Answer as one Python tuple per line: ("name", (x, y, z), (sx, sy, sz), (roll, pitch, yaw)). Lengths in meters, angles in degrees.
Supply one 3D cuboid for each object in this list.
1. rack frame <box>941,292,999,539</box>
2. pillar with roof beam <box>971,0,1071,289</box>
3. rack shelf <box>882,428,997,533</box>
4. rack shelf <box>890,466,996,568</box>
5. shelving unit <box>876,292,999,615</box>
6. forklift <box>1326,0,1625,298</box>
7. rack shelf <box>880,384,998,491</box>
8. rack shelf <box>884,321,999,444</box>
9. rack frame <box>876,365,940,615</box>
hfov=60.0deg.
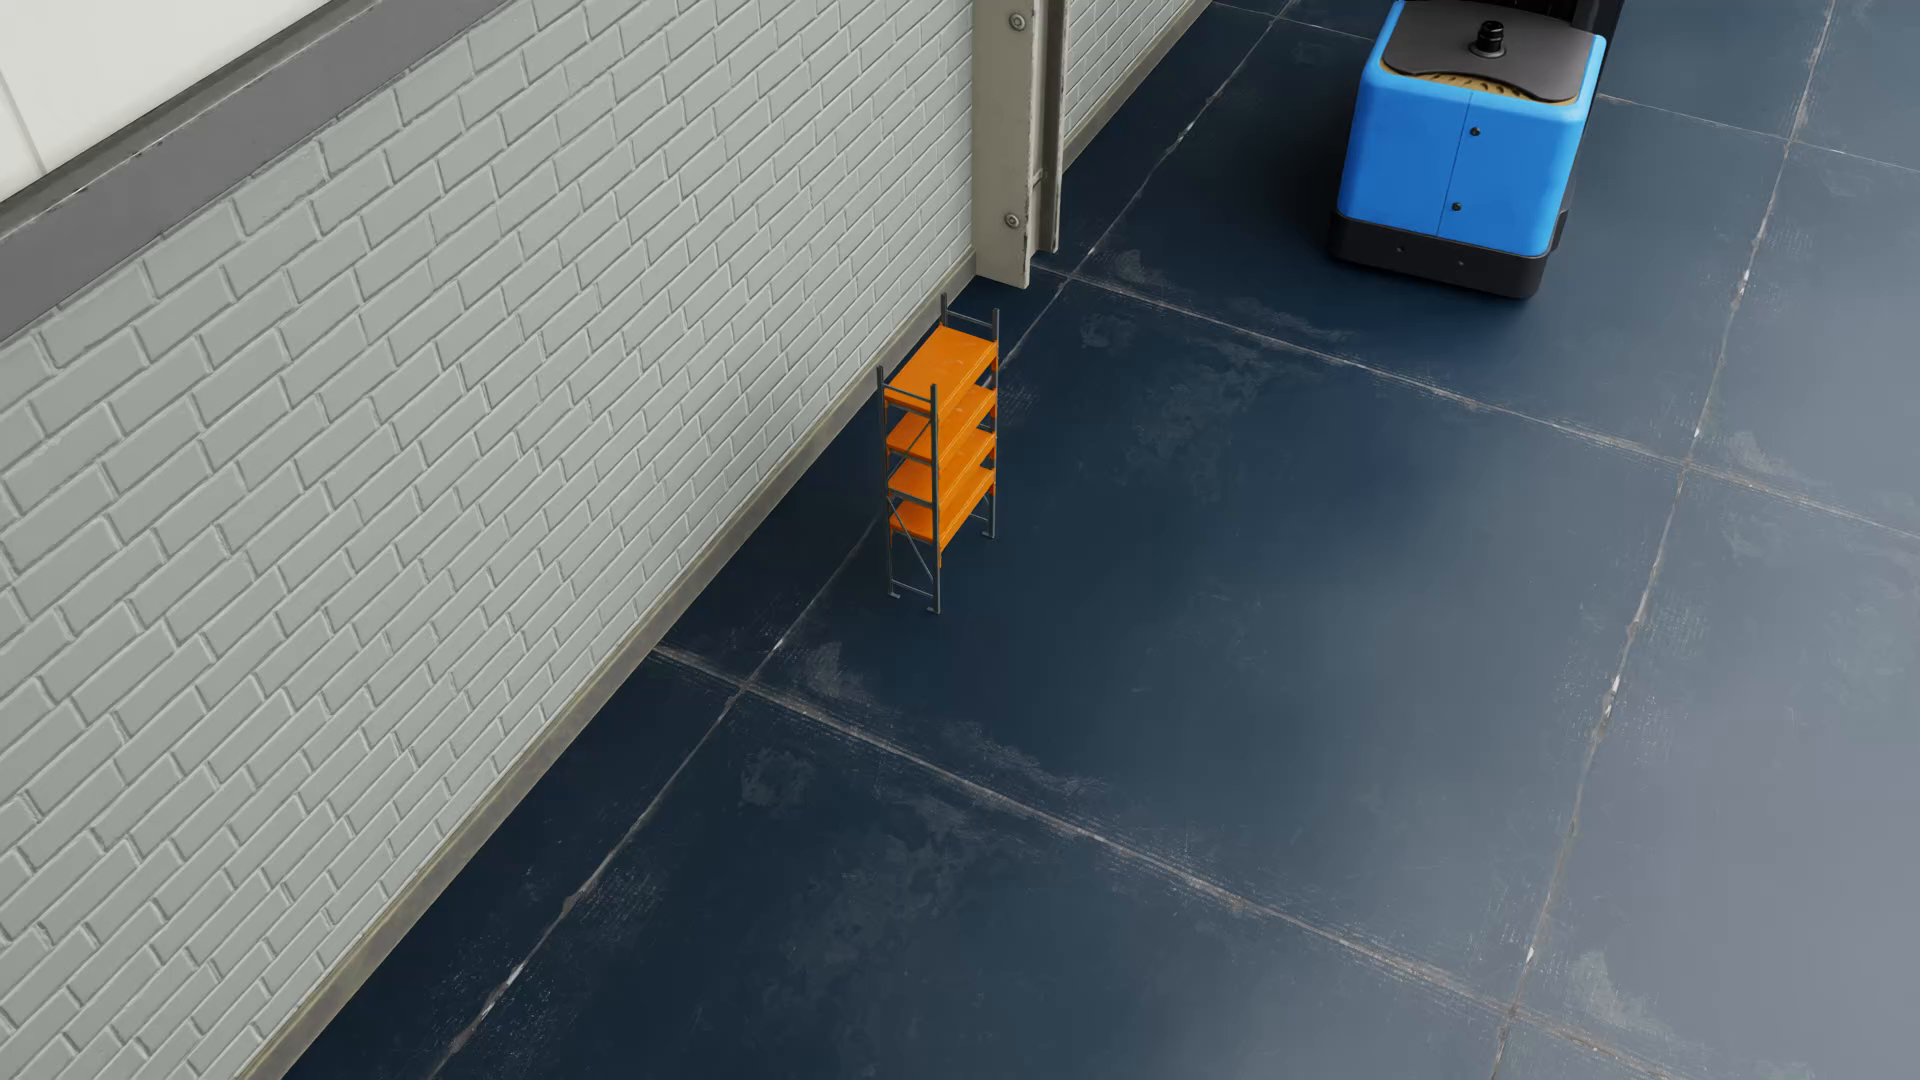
("rack frame", (0.036, -0.471, 6.652), (0.240, 1.200, 0.015), (20, 49, 19))
("pillar with roof beam", (4.089, -3.163, 3.829), (9.100, 9.000, 0.400), (20, 49, 19))
("rack shelf", (-0.077, -0.270, 6.548), (0.258, 0.148, 0.480), (20, 49, 19))
("rack shelf", (-0.077, -0.131, 6.689), (0.258, 0.148, 0.480), (20, 49, 19))
("shelving unit", (-0.077, -0.317, 6.500), (0.258, 1.200, 0.503), (20, 49, 19))
("forklift", (2.868, -3.270, 8.201), (1.130, 2.935, 3.031), (16, 48, 15))
("rack shelf", (-0.077, -0.427, 6.389), (0.258, 0.148, 0.480), (20, 49, 19))
("rack shelf", (-0.077, -0.594, 6.221), (0.258, 0.148, 0.480), (20, 49, 19))
("rack frame", (-0.190, -0.164, 6.348), (0.240, 1.200, 0.015), (20, 49, 19))
